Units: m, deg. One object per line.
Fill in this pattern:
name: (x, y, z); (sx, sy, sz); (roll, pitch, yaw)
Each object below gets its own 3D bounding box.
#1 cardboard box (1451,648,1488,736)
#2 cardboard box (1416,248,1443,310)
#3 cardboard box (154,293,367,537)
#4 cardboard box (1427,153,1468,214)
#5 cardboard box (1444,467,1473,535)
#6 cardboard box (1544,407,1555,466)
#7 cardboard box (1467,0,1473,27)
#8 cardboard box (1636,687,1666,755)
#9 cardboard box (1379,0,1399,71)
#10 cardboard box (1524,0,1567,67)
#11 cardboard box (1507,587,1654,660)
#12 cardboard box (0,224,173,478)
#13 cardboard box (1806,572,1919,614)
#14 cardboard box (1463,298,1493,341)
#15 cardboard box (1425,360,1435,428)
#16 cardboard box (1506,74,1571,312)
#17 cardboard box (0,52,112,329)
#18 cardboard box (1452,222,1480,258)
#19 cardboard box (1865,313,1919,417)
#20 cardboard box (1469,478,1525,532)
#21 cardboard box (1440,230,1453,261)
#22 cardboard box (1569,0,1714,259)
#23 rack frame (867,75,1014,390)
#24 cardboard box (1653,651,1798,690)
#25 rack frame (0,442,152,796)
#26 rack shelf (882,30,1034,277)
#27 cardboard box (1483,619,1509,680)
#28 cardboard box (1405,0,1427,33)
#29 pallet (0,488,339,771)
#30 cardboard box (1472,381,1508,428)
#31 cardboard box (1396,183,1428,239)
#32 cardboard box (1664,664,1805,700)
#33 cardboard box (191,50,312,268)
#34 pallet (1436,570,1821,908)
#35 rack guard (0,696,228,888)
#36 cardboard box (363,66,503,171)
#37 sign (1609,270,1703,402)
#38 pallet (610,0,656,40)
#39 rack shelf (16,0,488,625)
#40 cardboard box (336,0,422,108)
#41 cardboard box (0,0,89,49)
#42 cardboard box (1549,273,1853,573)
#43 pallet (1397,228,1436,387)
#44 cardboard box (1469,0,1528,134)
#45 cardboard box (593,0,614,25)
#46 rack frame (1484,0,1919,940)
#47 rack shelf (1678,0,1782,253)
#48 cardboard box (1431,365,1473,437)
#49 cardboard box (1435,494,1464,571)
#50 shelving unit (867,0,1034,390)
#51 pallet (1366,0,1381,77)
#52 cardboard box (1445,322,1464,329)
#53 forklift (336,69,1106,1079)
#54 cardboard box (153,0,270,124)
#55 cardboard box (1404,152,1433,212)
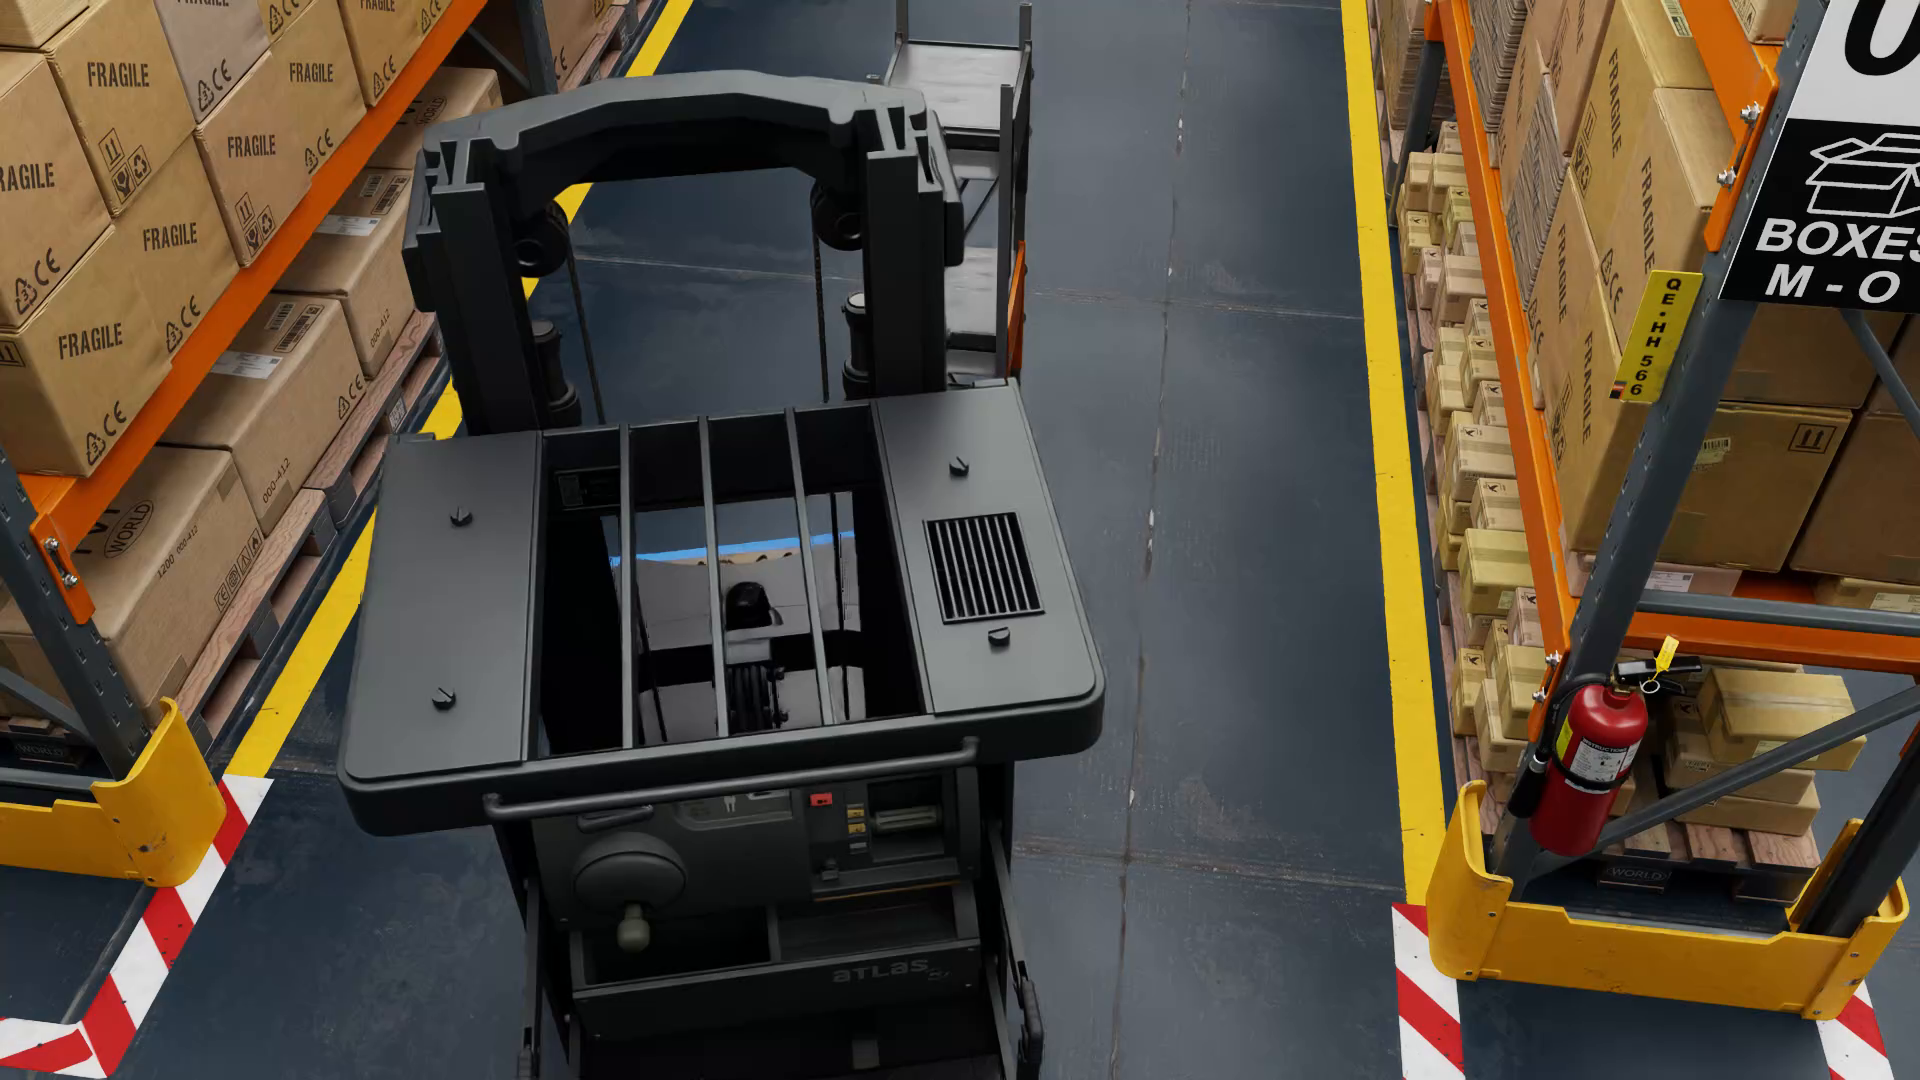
cardboard box: (1.779, 0.503, 5.305); (0.380, 0.149, 0.250); (6, 44, 7)
cardboard box: (2.129, -1.087, 6.984); (0.380, 0.149, 0.250); (5, 44, 5)
cardboard box: (-2.836, -0.504, 6.159); (0.875, 0.438, 0.875); (6, 44, 7)
cardboard box: (2.166, -1.479, 6.966); (0.380, 0.149, 0.250); (7, 44, 8)
cardboard box: (1.892, -0.137, 5.765); (0.380, 0.149, 0.250); (6, 44, 6)
cardboard box: (1.834, -0.313, 4.581); (0.380, 0.149, 0.250); (5, 44, 5)
cardboard box: (2.189, -2.106, 6.476); (0.380, 0.149, 0.250); (6, 44, 7)
cardboard box: (2.323, 0.551, 5.254); (0.380, 0.149, 0.250); (5, 44, 5)
cardboard box: (2.428, -2.666, 8.396); (0.500, 0.500, 0.500); (4, 44, 5)
cardboard box: (1.990, -1.721, 4.870); (0.500, 0.500, 0.500); (4, 44, 4)
cardboard box: (1.892, 0.299, 5.088); (0.380, 0.149, 0.250); (6, 44, 6)
cardboard box: (-2.589, -0.536, 4.562); (0.500, 0.500, 0.500); (5, 44, 5)
cardboard box: (2.351, 0.082, 4.164); (0.380, 0.149, 0.250); (5, 44, 5)
cardboard box: (2.100, -0.763, 6.210); (0.380, 0.149, 0.250); (4, 44, 4)
cardboard box: (2.014, -0.554, 6.422); (0.380, 0.149, 0.250); (4, 44, 4)
cardboard box: (1.918, -0.989, 4.823); (0.500, 0.500, 0.500); (5, 44, 6)
cardboard box: (-2.591, -0.899, 4.218); (0.500, 0.500, 0.500); (4, 44, 5)
cardboard box: (2.169, -1.122, 6.589); (0.380, 0.149, 0.250); (4, 44, 4)
cardboard box: (2.305, -0.607, 3.693); (0.500, 0.500, 0.500); (5, 44, 5)
cardboard box: (1.897, -0.060, 5.467); (0.380, 0.149, 0.250); (4, 44, 4)
cardboard box: (2.206, -1.201, 6.889); (0.380, 0.149, 0.250); (5, 44, 5)
cardboard box: (1.864, -1.005, 4.113); (0.500, 0.500, 0.500); (4, 44, 4)
rack frame: (-0.054, -0.483, 5.233); (0.400, 2.100, 0.015); (5, 44, 6)
cardboard box: (2.306, 0.324, 5.062); (0.380, 0.149, 0.250); (6, 44, 6)
rack frame: (-2.937, -0.199, 4.278); (1.000, 3.000, 0.127); (5, 44, 6)
rack shelf: (-0.022, -1.148, 4.937); (0.431, 0.518, 0.480); (5, 44, 6)
cardboard box: (1.858, 0.398, 5.200); (0.380, 0.149, 0.250); (4, 44, 5)
cardboard box: (2.360, -2.592, 7.773); (0.500, 0.250, 0.500); (4, 44, 4)
pallet: (-2.909, 0.262, 5.820); (1.003, 0.211, 1.213); (5, 44, 6)
cardboard box: (2.022, -0.417, 5.845); (0.380, 0.149, 0.250); (4, 44, 4)
cardboard box: (2.145, -1.442, 7.360); (0.380, 0.149, 0.250); (3, 44, 4)
cardboard box: (2.399, 0.442, 5.154); (0.380, 0.149, 0.250); (5, 44, 5)
cardboard box: (-2.465, -1.228, 5.293); (0.500, 0.500, 0.500); (5, 44, 5)
pallet: (2.135, 0.593, 5.471); (1.003, 0.211, 1.213); (5, 44, 6)
rack guard: (-2.940, 0.725, 5.121); (1.175, 0.500, 0.348); (5, 44, 6)
cardboard box: (-2.598, -1.729, 7.452); (0.875, 0.438, 0.875); (5, 44, 5)
sign: (1.435, -0.417, 3.437); (0.100, 0.325, 0.005); (5, 44, 6)
pallet: (-2.222, -3.279, 9.559); (1.003, 0.211, 1.213); (5, 44, 6)
rack shelf: (-2.673, -1.301, 5.965); (1.077, 0.370, 4.000); (5, 44, 6)
cardboard box: (-2.331, -1.927, 6.031); (0.500, 0.500, 0.500); (5, 44, 5)
cardboard box: (-2.504, -1.402, 4.278); (0.380, 0.149, 0.250); (6, 44, 7)
cardboard box: (1.787, -0.292, 4.087); (0.500, 0.500, 0.500); (6, 44, 6)
pallet: (2.458, -1.070, 7.227); (1.003, 0.211, 1.213); (5, 44, 6)
cardboard box: (2.036, -1.696, 5.570); (0.500, 0.500, 0.500); (4, 44, 5)
cardboard box: (-2.294, -3.352, 8.848); (0.875, 0.875, 0.875); (6, 44, 7)
rack frame: (1.983, 0.182, 3.876); (1.000, 3.000, 0.127); (5, 44, 6)
rack shelf: (2.247, -2.009, 4.531); (1.077, 0.370, 4.000); (5, 44, 6)
cardboard box: (1.954, -0.500, 6.148); (0.380, 0.149, 0.250); (6, 44, 6)
cardboard box: (1.891, -0.018, 5.856); (0.380, 0.149, 0.250); (3, 44, 4)
shelving unit: (-0.022, -0.650, 5.409); (0.431, 2.100, 0.503); (5, 44, 6)
pallet: (2.772, -2.896, 9.155); (1.003, 0.211, 1.213); (5, 44, 6)
cardboard box: (2.107, -0.832, 6.499); (0.380, 0.149, 0.250); (7, 44, 7)
forklift: (-0.388, 0.721, 3.357); (1.130, 2.935, 3.031); (-6, 44, -6)
cardboard box: (-2.469, -1.604, 4.962); (0.500, 0.500, 0.500); (5, 44, 5)
cardboard box: (2.147, -1.551, 7.258); (0.380, 0.149, 0.250); (7, 44, 7)
